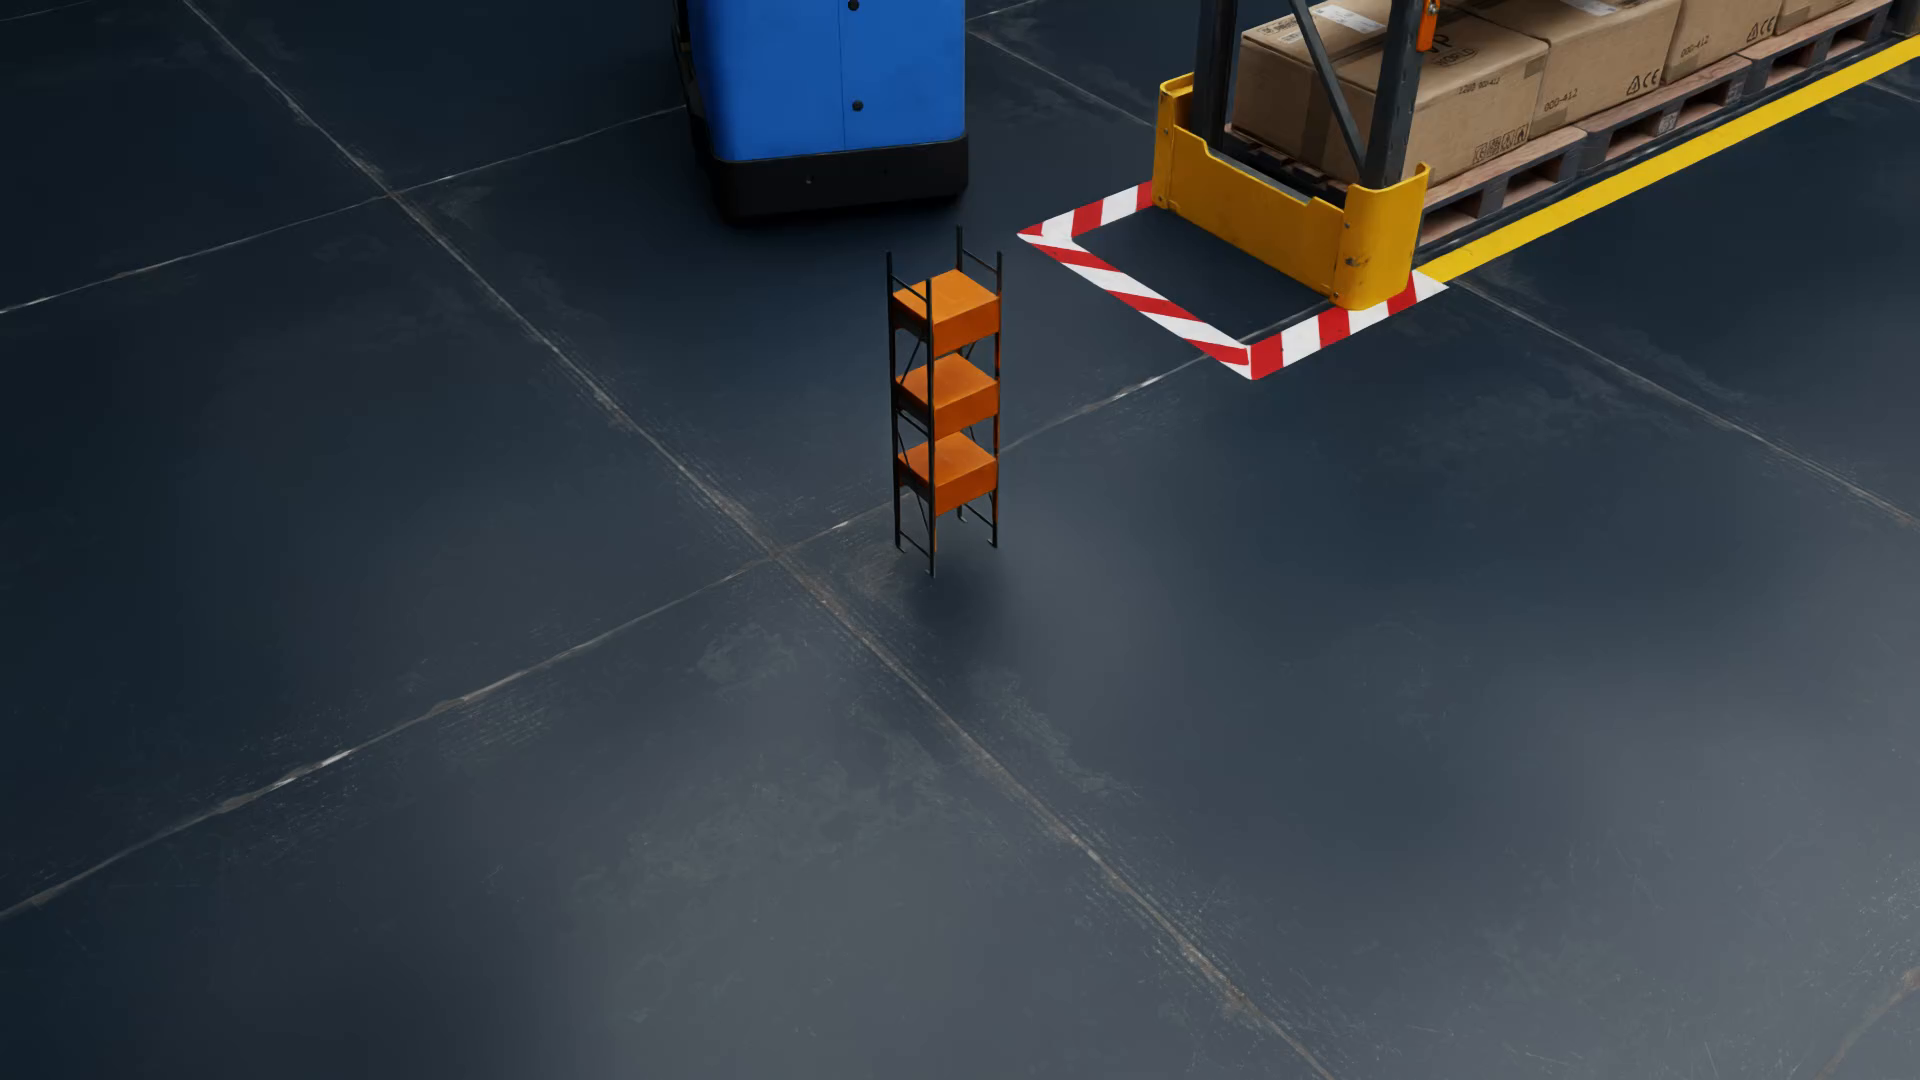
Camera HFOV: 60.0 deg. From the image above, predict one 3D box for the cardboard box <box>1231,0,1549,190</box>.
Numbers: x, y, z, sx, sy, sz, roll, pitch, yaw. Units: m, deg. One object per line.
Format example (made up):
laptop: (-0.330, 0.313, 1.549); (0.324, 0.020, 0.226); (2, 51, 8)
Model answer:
cardboard box: (1.751, -1.857, 6.838); (0.875, 0.438, 0.875); (-28, 47, -29)

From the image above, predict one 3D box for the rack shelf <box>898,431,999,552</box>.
rack shelf: (-0.042, -0.162, 5.075); (0.240, 0.259, 0.215); (-26, 46, -28)

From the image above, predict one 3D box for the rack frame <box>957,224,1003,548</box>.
rack frame: (0.054, -0.432, 4.949); (0.008, 1.050, 0.200); (-26, 46, -28)

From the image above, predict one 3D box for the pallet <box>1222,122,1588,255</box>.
pallet: (1.874, -1.650, 7.096); (1.213, 0.211, 1.003); (-26, 46, -28)

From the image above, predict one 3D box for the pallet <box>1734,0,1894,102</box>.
pallet: (3.809, -2.593, 8.245); (1.213, 0.211, 1.003); (-26, 46, -28)

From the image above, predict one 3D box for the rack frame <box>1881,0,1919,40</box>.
rack frame: (4.460, -3.926, 7.671); (0.127, 3.000, 1.000); (-26, 46, -28)

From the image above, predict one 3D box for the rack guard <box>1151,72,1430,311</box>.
rack guard: (1.269, -1.405, 6.568); (0.348, 0.500, 1.175); (-26, 46, -28)

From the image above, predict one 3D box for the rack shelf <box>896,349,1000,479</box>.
rack shelf: (-0.042, -0.377, 4.899); (0.240, 0.259, 0.215); (-26, 46, -28)

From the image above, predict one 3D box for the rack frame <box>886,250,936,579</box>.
rack frame: (-0.139, -0.338, 4.834); (0.008, 1.050, 0.200); (-26, 46, -28)

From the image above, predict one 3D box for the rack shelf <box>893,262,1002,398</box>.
rack shelf: (-0.042, -0.596, 4.719); (0.240, 0.259, 0.215); (-26, 46, -28)

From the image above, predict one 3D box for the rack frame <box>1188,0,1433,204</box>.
rack frame: (1.288, -2.380, 5.786); (0.127, 3.000, 1.000); (-26, 46, -28)

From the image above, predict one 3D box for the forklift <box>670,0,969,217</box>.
forklift: (-0.784, -3.381, 7.061); (1.130, 2.935, 3.031); (-8, 40, -10)

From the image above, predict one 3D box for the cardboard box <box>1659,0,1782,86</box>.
cardboard box: (3.187, -2.563, 7.698); (0.875, 0.438, 0.875); (-27, 47, -29)

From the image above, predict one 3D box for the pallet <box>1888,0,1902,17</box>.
pallet: (5.026, -3.184, 8.965); (1.213, 0.211, 1.003); (-26, 46, -28)

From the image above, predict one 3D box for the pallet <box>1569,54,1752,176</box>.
pallet: (2.841, -2.119, 7.667); (1.213, 0.211, 1.003); (-26, 46, -28)

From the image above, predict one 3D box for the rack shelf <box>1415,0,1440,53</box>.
rack shelf: (2.874, -2.875, 6.957); (4.000, 0.370, 1.077); (-26, 46, -28)

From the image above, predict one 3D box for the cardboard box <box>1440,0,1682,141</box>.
cardboard box: (2.471, -2.215, 7.274); (0.875, 0.438, 0.875); (-25, 45, -27)

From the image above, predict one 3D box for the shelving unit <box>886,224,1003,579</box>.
shelving unit: (-0.042, -0.385, 4.892); (0.252, 1.050, 0.215); (-26, 46, -28)

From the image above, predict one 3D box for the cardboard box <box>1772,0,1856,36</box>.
cardboard box: (3.897, -2.909, 8.120); (0.875, 0.438, 0.875); (-27, 46, -29)
